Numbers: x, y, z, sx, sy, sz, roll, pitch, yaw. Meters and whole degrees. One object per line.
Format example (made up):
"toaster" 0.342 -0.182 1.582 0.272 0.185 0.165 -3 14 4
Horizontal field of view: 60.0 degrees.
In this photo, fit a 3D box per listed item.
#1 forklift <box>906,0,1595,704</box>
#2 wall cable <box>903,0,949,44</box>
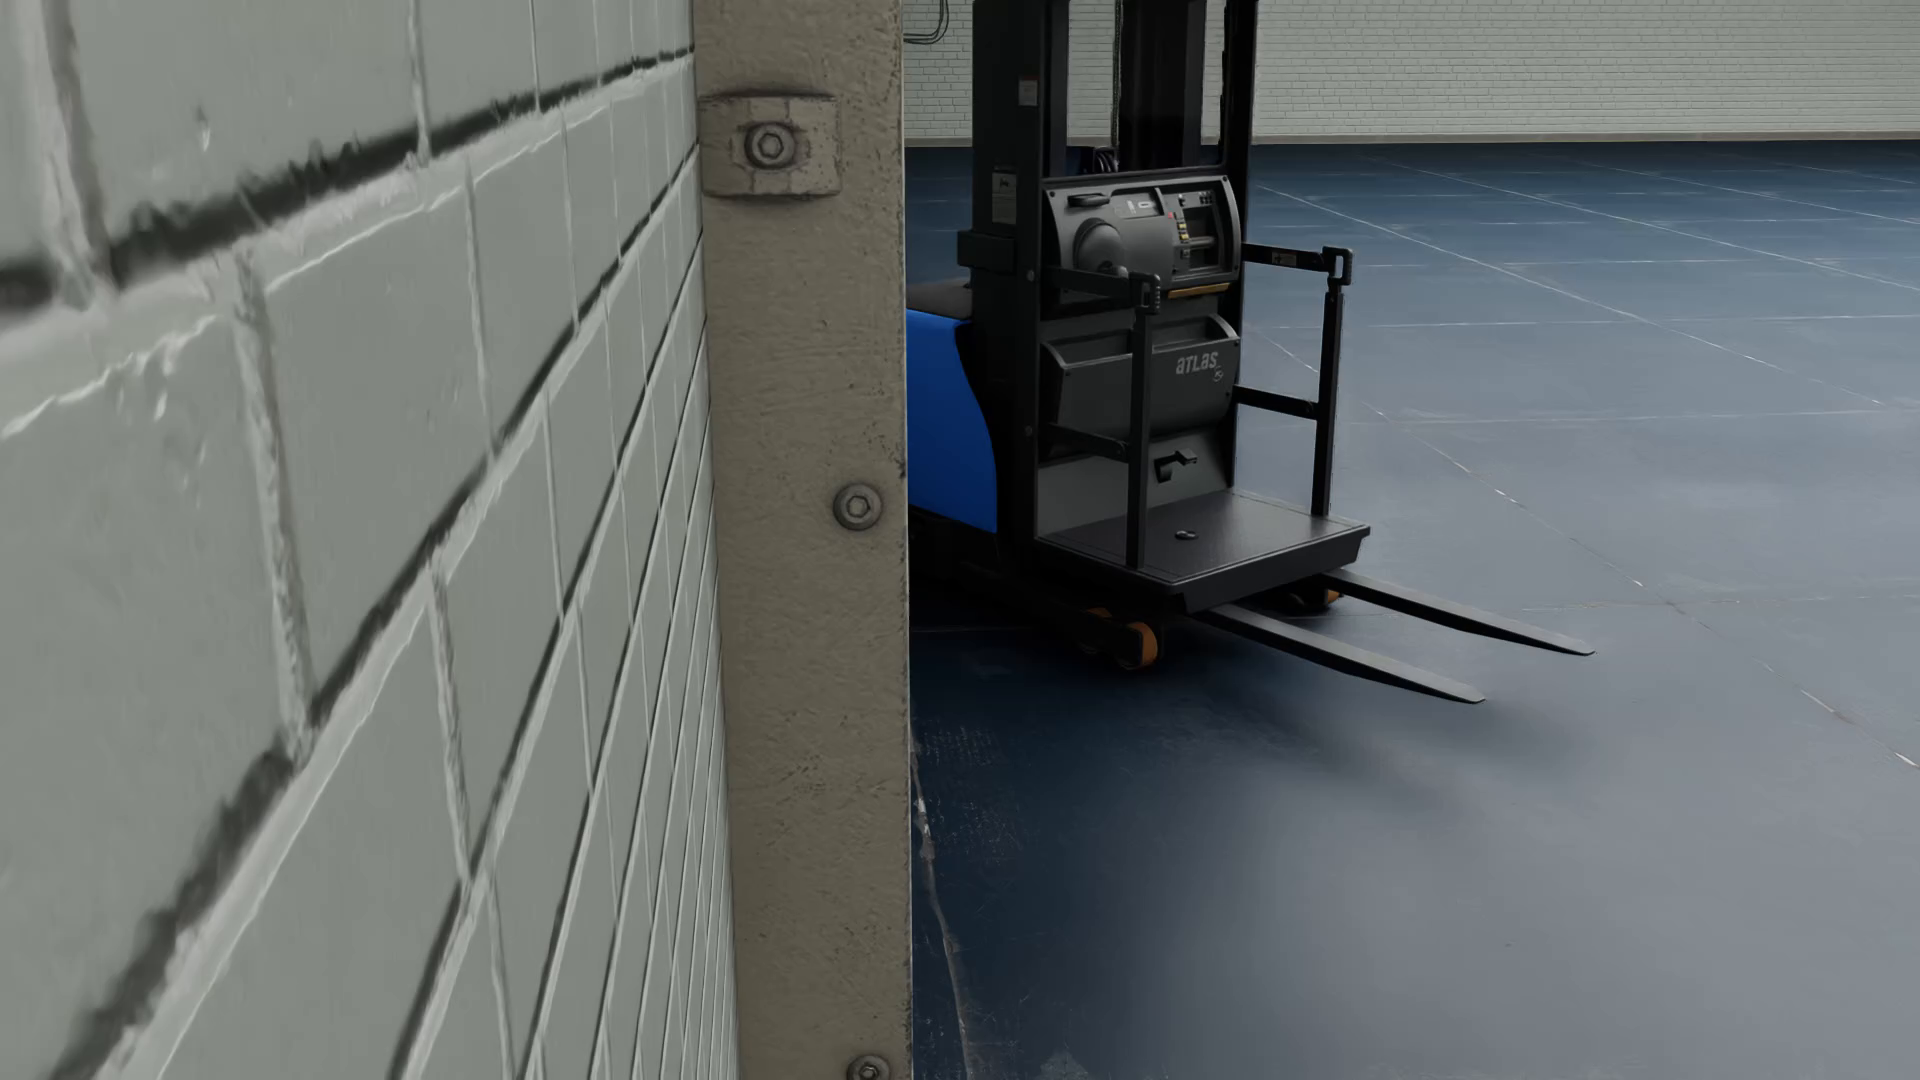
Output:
"forklift" 0.809 -1.118 5.845 1.130 2.935 3.031 -14 22 -38
"wall cable" -1.720 -9.638 28.036 3.097 2.526 0.112 -2 18 -6
